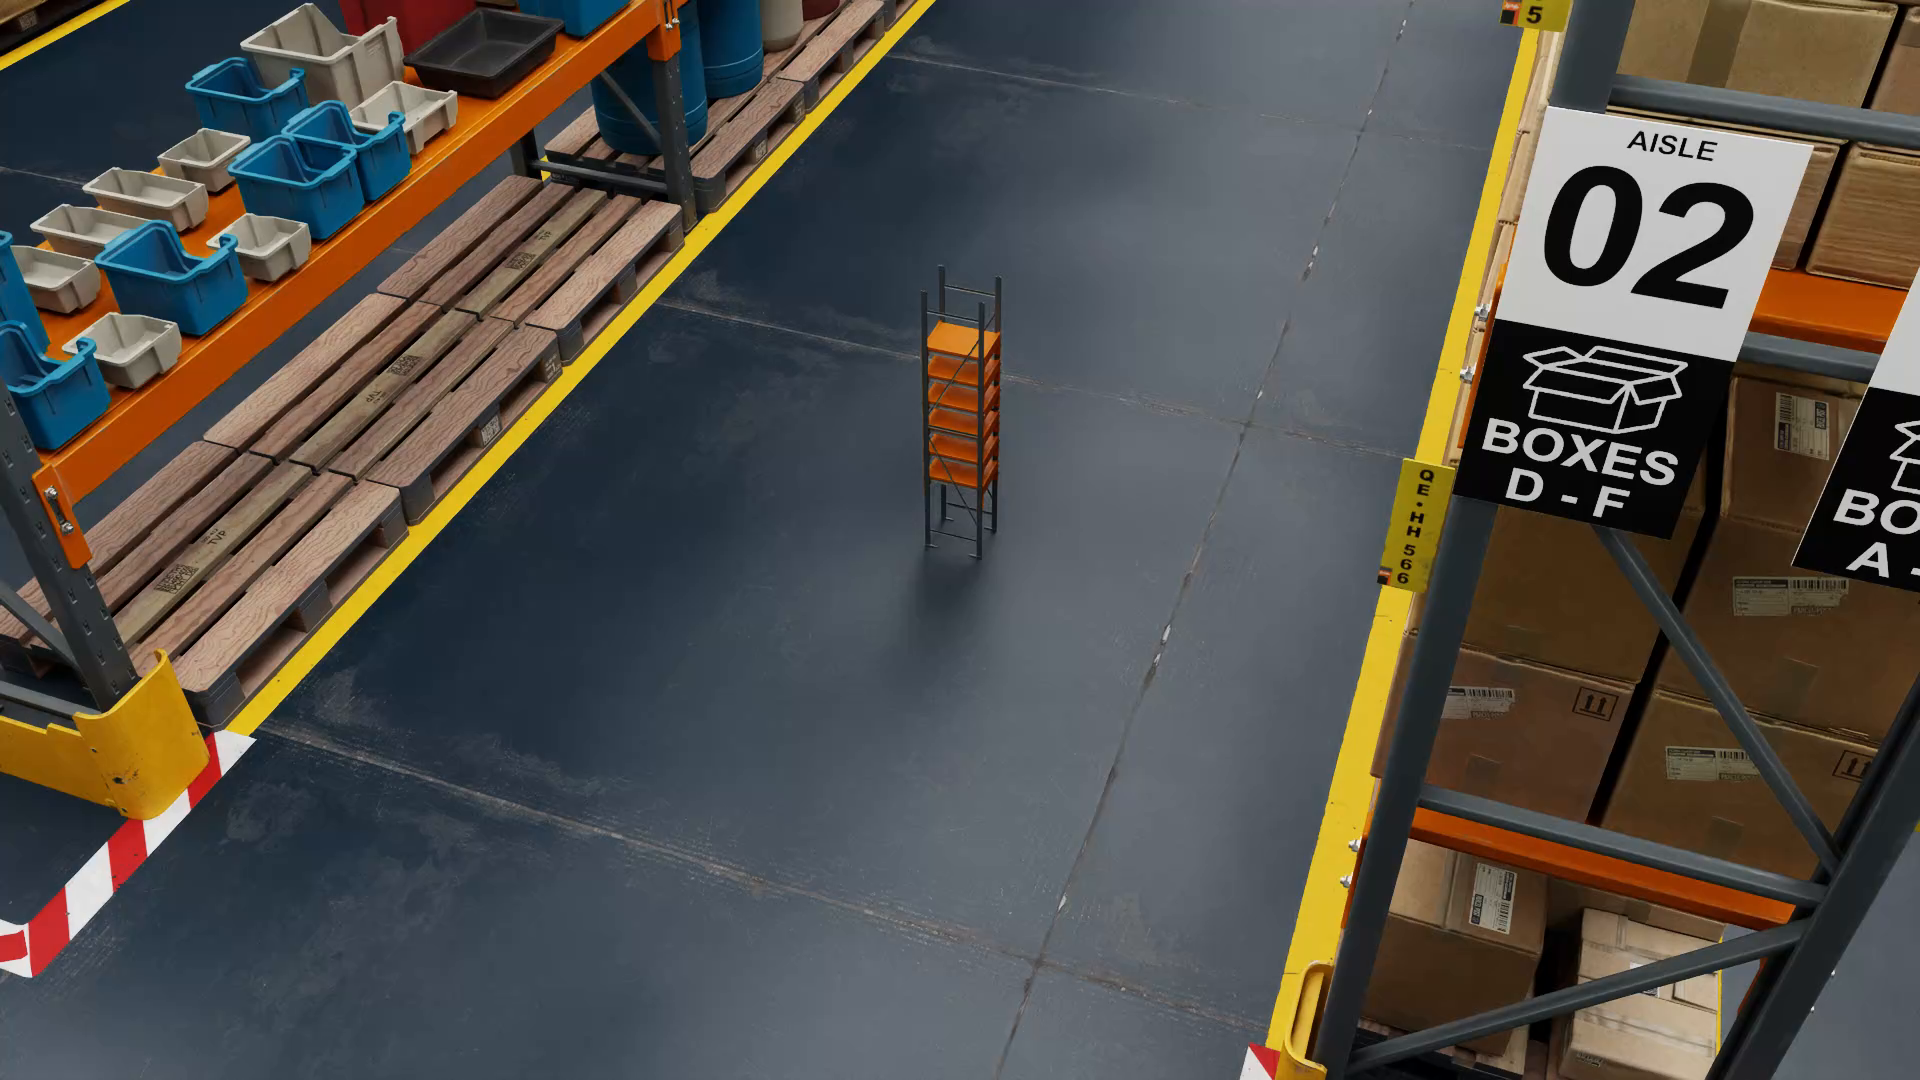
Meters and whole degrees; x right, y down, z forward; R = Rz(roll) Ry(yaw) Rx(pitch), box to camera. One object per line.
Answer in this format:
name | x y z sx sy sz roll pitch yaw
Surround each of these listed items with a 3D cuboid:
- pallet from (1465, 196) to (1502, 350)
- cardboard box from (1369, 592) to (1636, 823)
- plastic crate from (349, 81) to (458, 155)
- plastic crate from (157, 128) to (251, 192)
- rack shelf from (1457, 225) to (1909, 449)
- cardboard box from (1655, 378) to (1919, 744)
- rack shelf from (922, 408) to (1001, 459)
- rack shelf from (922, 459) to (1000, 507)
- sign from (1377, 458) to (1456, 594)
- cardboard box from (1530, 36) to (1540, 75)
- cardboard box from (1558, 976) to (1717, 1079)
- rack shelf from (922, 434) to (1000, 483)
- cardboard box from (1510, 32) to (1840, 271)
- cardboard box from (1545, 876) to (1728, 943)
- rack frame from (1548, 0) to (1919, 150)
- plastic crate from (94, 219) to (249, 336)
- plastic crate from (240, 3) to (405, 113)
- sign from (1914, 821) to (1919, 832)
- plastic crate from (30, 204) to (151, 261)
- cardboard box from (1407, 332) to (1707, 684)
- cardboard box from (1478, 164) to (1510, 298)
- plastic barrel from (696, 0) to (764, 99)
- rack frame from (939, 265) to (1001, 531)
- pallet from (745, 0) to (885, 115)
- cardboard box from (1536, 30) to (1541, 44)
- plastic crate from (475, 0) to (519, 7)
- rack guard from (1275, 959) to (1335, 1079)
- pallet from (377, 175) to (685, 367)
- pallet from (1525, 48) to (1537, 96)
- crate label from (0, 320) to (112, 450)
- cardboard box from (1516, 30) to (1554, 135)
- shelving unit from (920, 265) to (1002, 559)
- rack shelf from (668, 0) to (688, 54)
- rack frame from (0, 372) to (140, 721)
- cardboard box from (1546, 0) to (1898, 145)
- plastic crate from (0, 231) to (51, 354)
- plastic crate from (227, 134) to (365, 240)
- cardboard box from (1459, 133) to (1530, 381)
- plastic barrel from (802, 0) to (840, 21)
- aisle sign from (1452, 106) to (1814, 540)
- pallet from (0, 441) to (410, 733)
pallet | 3.037 -1.211 8.007 1.003 0.211 1.213 13 42 15
cardboard box | 1.324 0.300 4.010 0.500 0.500 0.500 15 43 16
plastic crate | -2.172 -1.663 6.545 0.293 0.136 0.466 13 42 15
plastic crate | -2.850 -1.423 6.264 0.298 0.136 0.250 13 42 15
rack shelf | 2.110 -1.415 4.341 1.077 0.370 4.000 13 42 15
cardboard box | 1.826 0.041 3.543 0.500 0.500 0.500 15 43 16
rack shelf | 0.005 -0.431 6.400 0.258 0.103 0.180 13 42 15
rack shelf | 0.005 -0.249 6.556 0.258 0.103 0.180 13 42 15
sign | 0.911 -0.024 3.332 0.100 0.325 0.005 13 42 15
cardboard box | 3.388 -2.584 9.055 0.500 0.500 0.500 13 42 15
cardboard box | 1.892 1.410 4.644 0.380 0.149 0.250 13 42 15
rack shelf | 0.005 -0.340 6.478 0.258 0.103 0.180 13 42 15
cardboard box | 1.354 -0.784 3.162 0.500 0.250 0.500 13 42 15
cardboard box | 2.050 0.977 5.073 0.500 0.250 0.500 13 42 15
rack frame | 1.426 -1.610 1.704 1.000 3.000 0.127 13 42 15
plastic crate | -2.608 -0.868 5.539 0.416 0.233 0.300 13 42 15
plastic crate | -2.555 -1.957 6.777 0.437 0.282 0.530 13 42 15
sign | 1.936 0.463 3.229 0.100 0.325 0.005 13 42 15
plastic crate | -3.006 -1.063 5.842 0.396 0.136 0.243 13 42 15
cardboard box | 1.320 -0.079 3.684 0.500 0.500 0.500 13 42 15
cardboard box | 2.693 -1.349 7.607 0.500 0.500 0.500 13 42 15
plastic barrel | -1.415 -2.991 9.237 0.600 0.901 0.708 13 42 15
rack frame | 0.036 -0.521 6.436 0.240 1.200 0.006 13 42 15
pallet | -1.141 -3.016 10.123 1.003 0.211 1.213 13 42 15
cardboard box | 3.738 -3.210 9.788 0.500 0.500 0.500 15 43 17
plastic crate | -2.153 -2.540 7.573 0.396 0.136 0.243 13 42 15
rack guard | 1.452 1.577 4.517 1.175 0.500 0.348 13 42 15
pallet | -2.074 -1.351 8.171 1.003 0.211 1.213 13 42 15
pallet | 3.871 -2.700 9.752 1.003 0.211 1.213 13 42 15
crate label | -2.834 -0.466 5.068 0.416 0.233 0.303 13 42 15
cardboard box | 2.016 -1.333 5.154 0.500 0.500 0.500 12 42 14
shelving unit | 0.005 -0.465 6.371 0.258 1.200 0.189 13 42 15
rack shelf | -1.176 -3.815 9.465 1.077 0.370 4.000 13 42 15
rack frame | -3.227 -0.430 4.942 1.000 3.000 0.127 13 42 15
cardboard box | 1.362 -0.972 2.998 0.500 0.250 0.500 13 42 15
plastic crate | -3.288 -0.712 5.199 0.616 0.435 0.499 13 42 15
plastic crate | -2.383 -1.269 6.009 0.416 0.233 0.300 13 42 15
cardboard box | 1.665 -0.704 4.417 0.500 0.500 0.500 14 43 16
plastic barrel | -1.029 -3.560 10.146 0.600 0.588 0.708 13 42 15
aisle sign | 1.115 -0.343 2.838 0.394 0.787 0.004 13 42 15
pallet | -2.909 0.137 6.427 1.003 0.211 1.213 13 42 15
